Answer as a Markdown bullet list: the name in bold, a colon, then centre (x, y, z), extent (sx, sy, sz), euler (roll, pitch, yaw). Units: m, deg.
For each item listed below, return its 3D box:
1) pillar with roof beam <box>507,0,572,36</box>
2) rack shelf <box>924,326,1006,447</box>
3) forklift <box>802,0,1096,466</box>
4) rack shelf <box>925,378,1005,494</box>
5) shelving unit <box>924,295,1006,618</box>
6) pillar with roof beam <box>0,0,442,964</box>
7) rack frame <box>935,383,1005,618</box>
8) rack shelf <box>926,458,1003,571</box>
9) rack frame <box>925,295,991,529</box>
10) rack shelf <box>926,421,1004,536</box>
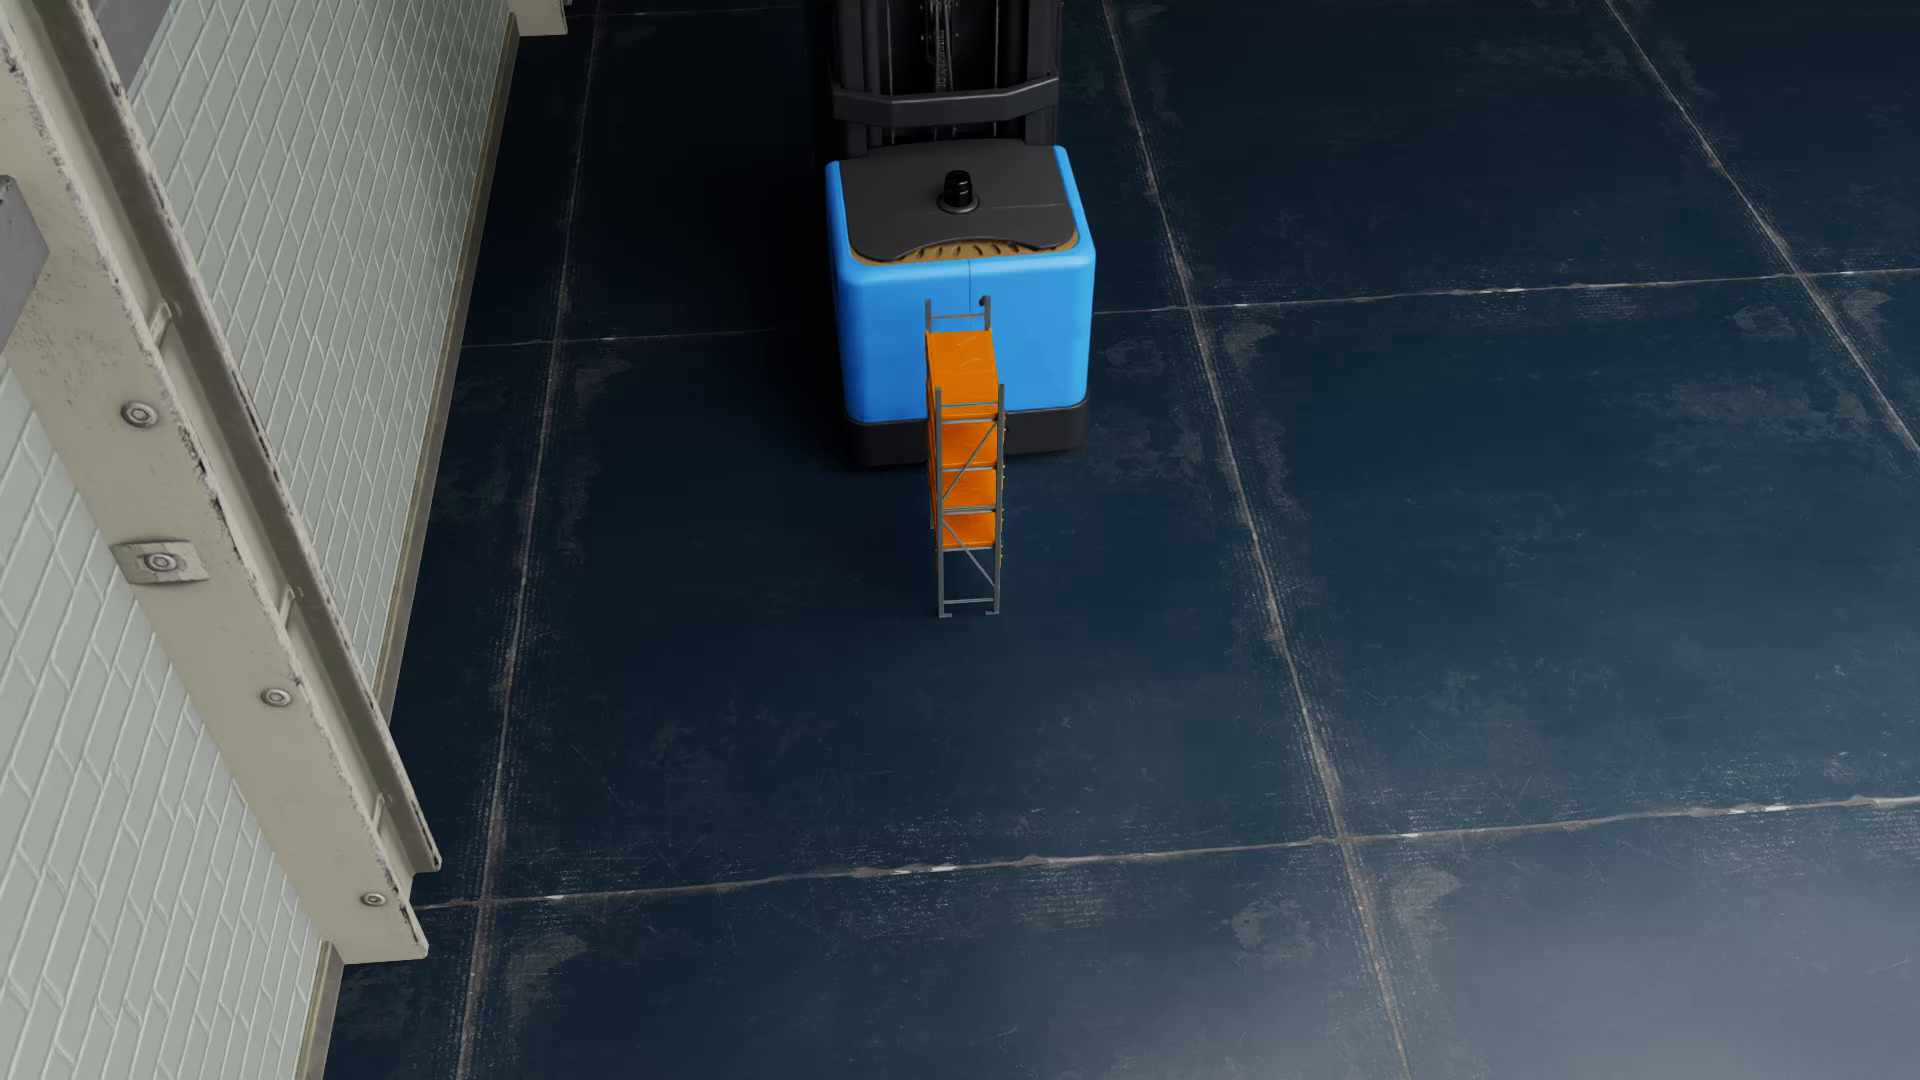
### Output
- **pillar with roof beam**: centre (1.833, -6.433, 6.781), extent (9.100, 9.000, 0.400), euler (-3, 47, -3)
- **rack shelf**: centre (0.014, -0.563, 6.052), extent (0.258, 0.148, 0.480), euler (-3, 47, -3)
- **forklift**: centre (-0.144, -2.400, 7.141), extent (1.130, 2.935, 3.031), euler (-5, 47, -5)
- **rack shelf**: centre (0.014, -0.400, 6.224), extent (0.258, 0.148, 0.480), euler (-3, 47, -3)
- **shelving unit**: centre (0.014, -0.293, 6.337), extent (0.258, 1.200, 0.503), euler (-3, 47, -3)
- **pillar with roof beam**: centre (2.335, -2.092, 2.670), extent (9.100, 9.000, 0.400), euler (-3, 47, -3)
- **rack frame**: centre (0.034, -0.116, 6.170), extent (0.240, 1.200, 0.015), euler (-3, 47, -3)
- **rack shelf**: centre (0.014, -0.110, 6.530), extent (0.258, 0.148, 0.480), euler (-3, 47, -3)
- **rack frame**: centre (-0.007, -0.469, 6.505), extent (0.240, 1.200, 0.015), euler (-3, 47, -3)
- **rack shelf**: centre (0.014, -0.247, 6.386), extent (0.258, 0.148, 0.480), euler (-3, 47, -3)
